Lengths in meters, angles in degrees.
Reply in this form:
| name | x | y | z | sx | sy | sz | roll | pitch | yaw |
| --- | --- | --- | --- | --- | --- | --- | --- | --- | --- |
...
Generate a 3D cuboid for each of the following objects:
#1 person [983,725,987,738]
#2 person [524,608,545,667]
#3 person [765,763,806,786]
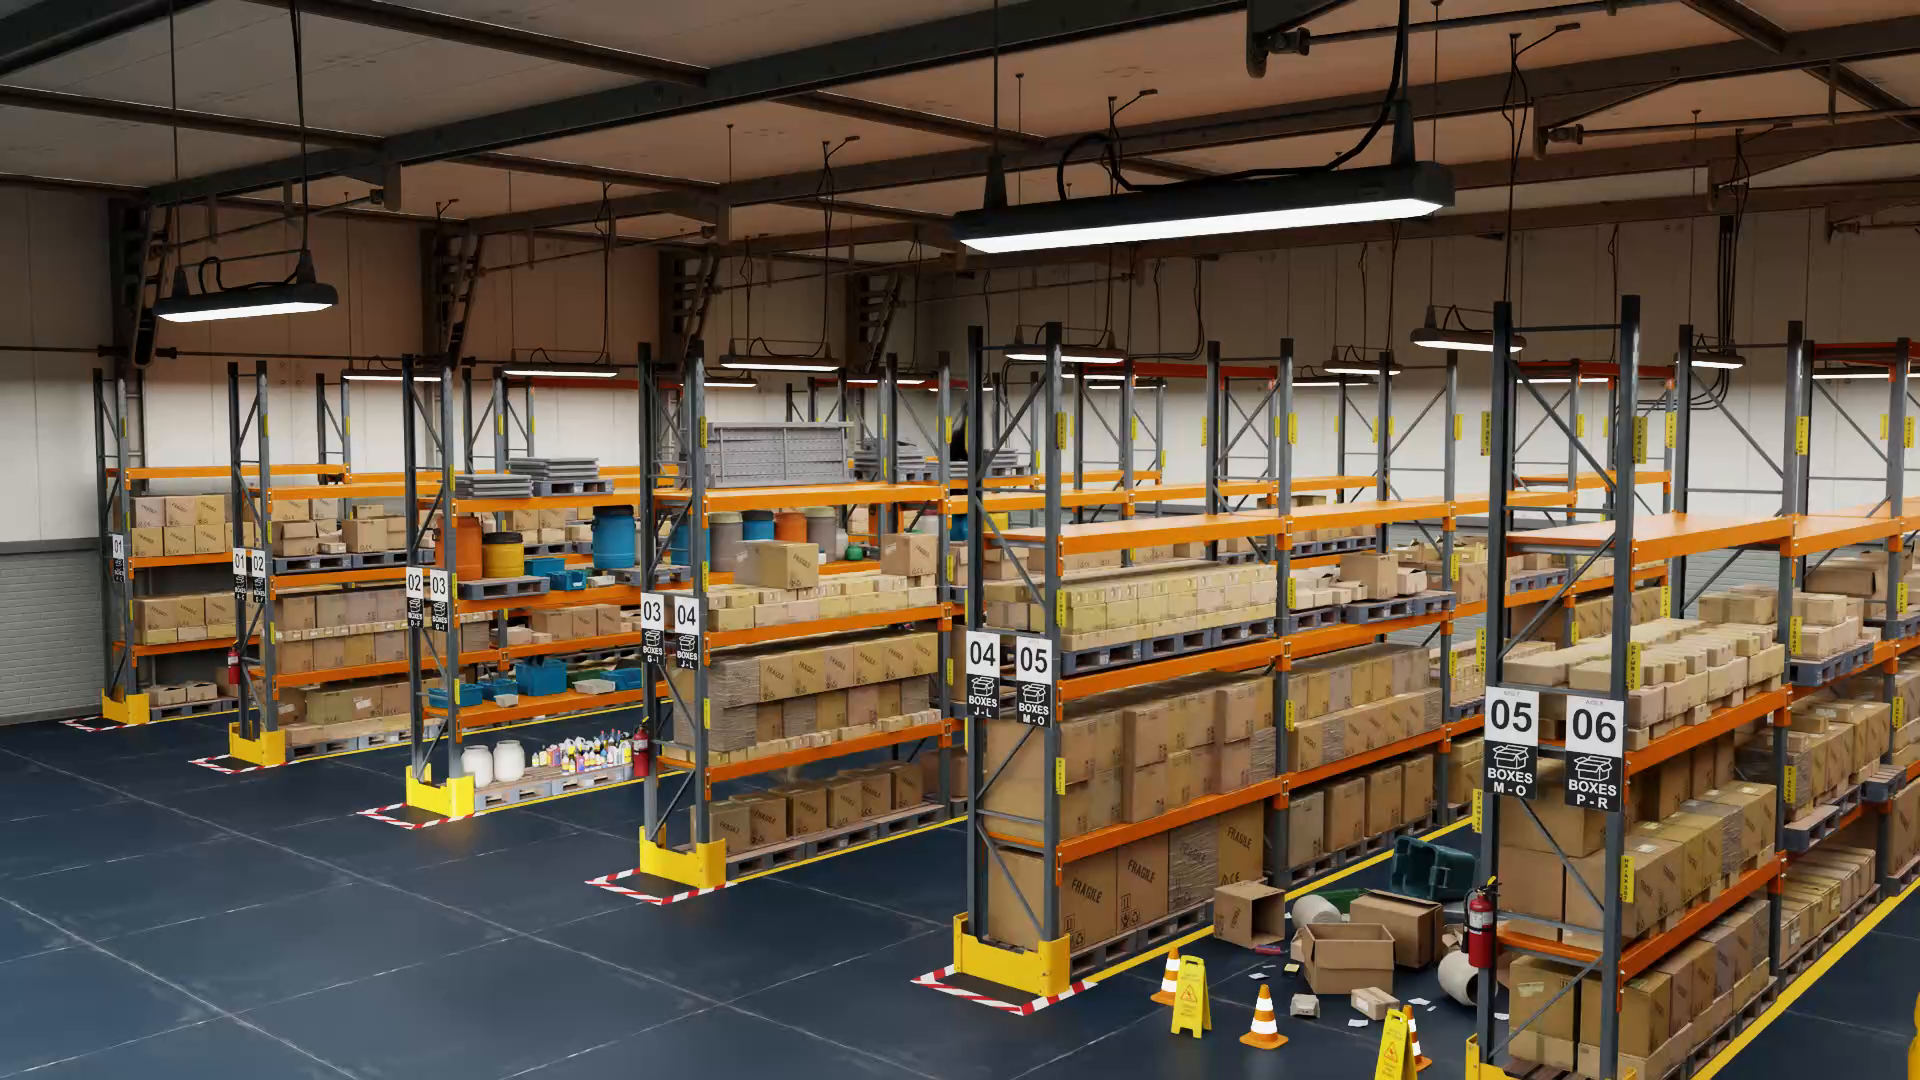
| name | x | y | z | sx | sy | sz | roll | pitch | yaw |
| --- | --- | --- | --- | --- | --- | --- | --- | --- | --- |
| person | 0.310 | 2.386 | 26.671 | 0.570 | 1.649 | 0.553 | 3 | 5 | 32 |
| person | -7.894 | 2.089 | 31.065 | 0.547 | 1.639 | 0.704 | 3 | 5 | 35 |
| person | -2.287 | 2.768 | 22.026 | 0.820 | 1.623 | 0.731 | -4 | 6 | -42 |
